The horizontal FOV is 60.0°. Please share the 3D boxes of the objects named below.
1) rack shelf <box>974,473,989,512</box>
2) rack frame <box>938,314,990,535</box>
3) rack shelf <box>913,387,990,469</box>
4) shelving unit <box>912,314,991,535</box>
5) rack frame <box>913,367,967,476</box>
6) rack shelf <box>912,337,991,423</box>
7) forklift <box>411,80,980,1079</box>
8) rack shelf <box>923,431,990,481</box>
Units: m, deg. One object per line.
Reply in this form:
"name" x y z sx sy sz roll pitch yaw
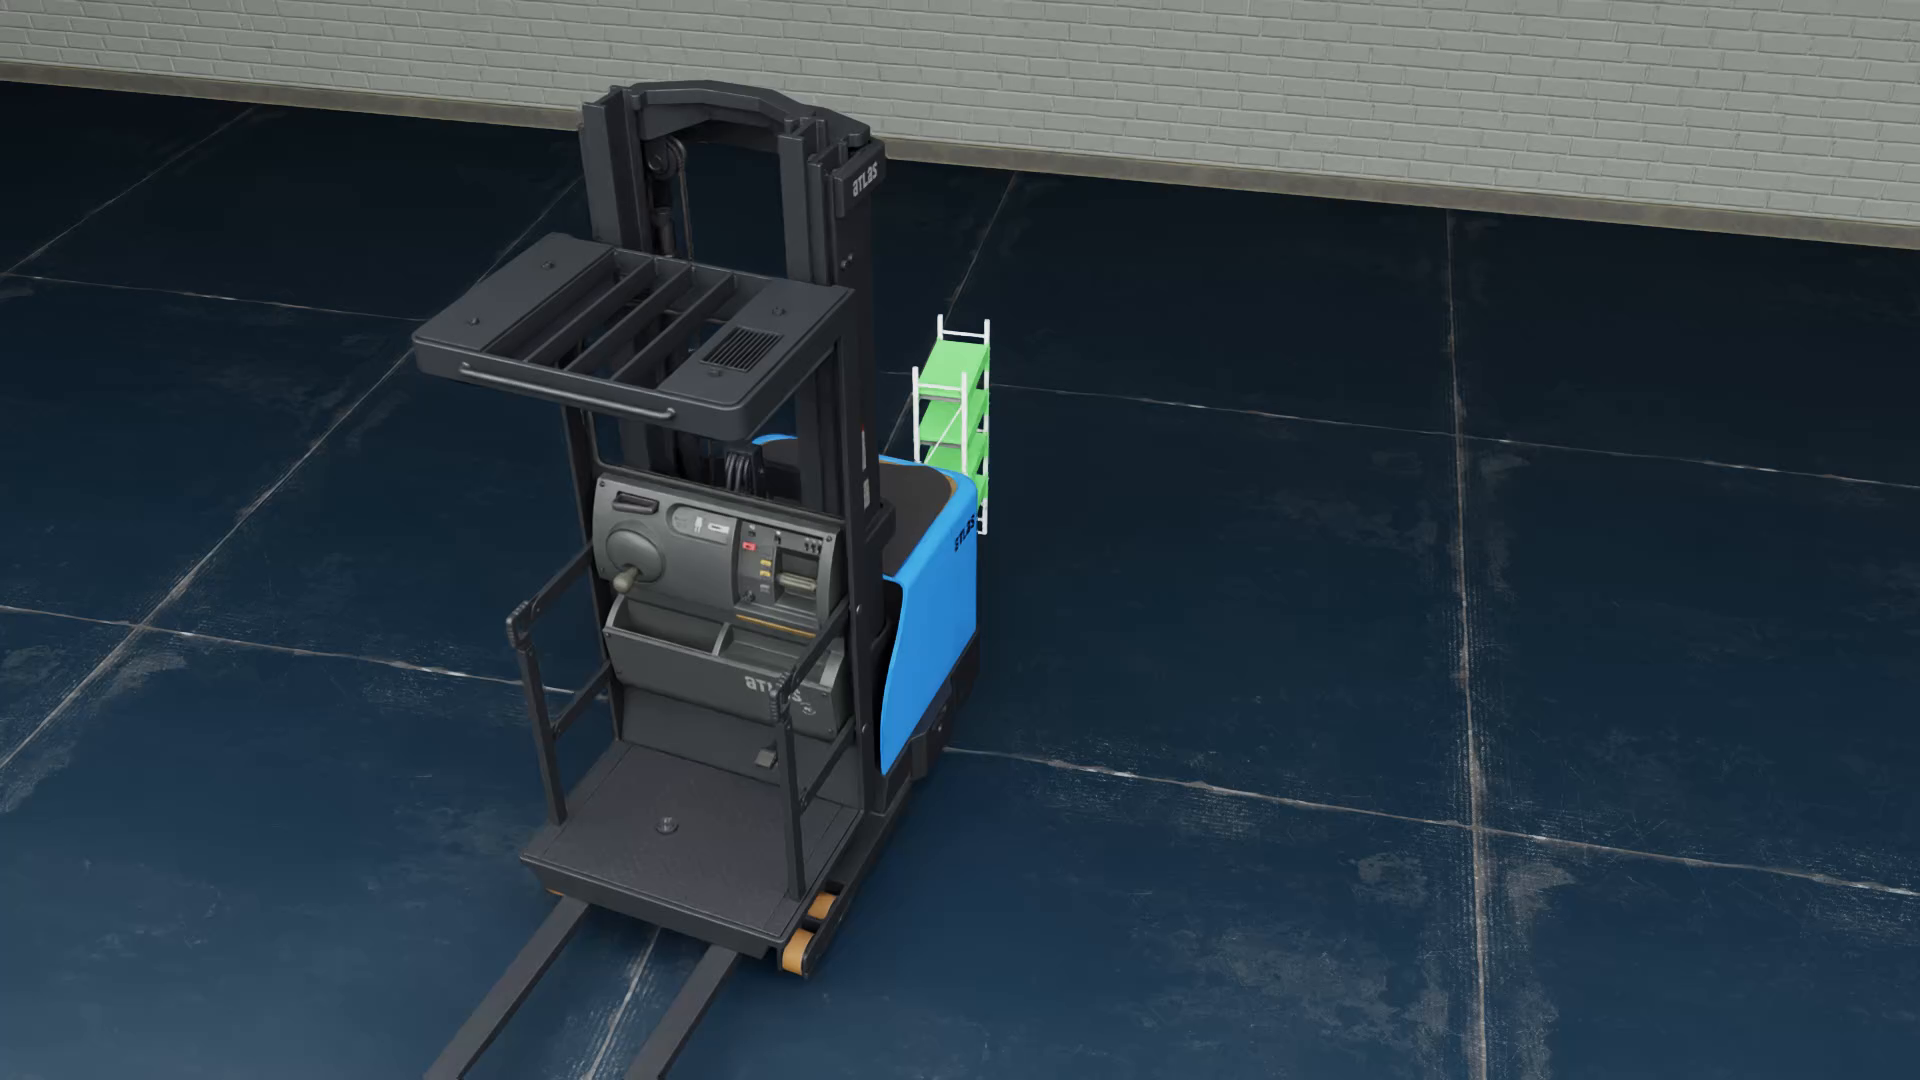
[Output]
"rack shelf" -0.035 -0.145 7.945 0.258 0.148 0.480 7 37 10
"rack frame" 0.017 -0.531 7.960 0.240 1.200 0.015 7 37 10
"rack shelf" -0.035 -0.534 7.664 0.258 0.148 0.480 7 37 10
"shelving unit" -0.035 -0.391 7.767 0.258 1.200 0.503 7 37 10
"rack frame" -0.087 -0.251 7.574 0.240 1.200 0.015 7 37 10
"rack shelf" -0.035 -0.728 7.523 0.258 0.148 0.480 7 37 10
"forklift" -0.934 0.114 5.595 1.130 2.935 3.031 13 38 18
"rack shelf" -0.035 -0.339 7.804 0.258 0.148 0.480 7 37 10
